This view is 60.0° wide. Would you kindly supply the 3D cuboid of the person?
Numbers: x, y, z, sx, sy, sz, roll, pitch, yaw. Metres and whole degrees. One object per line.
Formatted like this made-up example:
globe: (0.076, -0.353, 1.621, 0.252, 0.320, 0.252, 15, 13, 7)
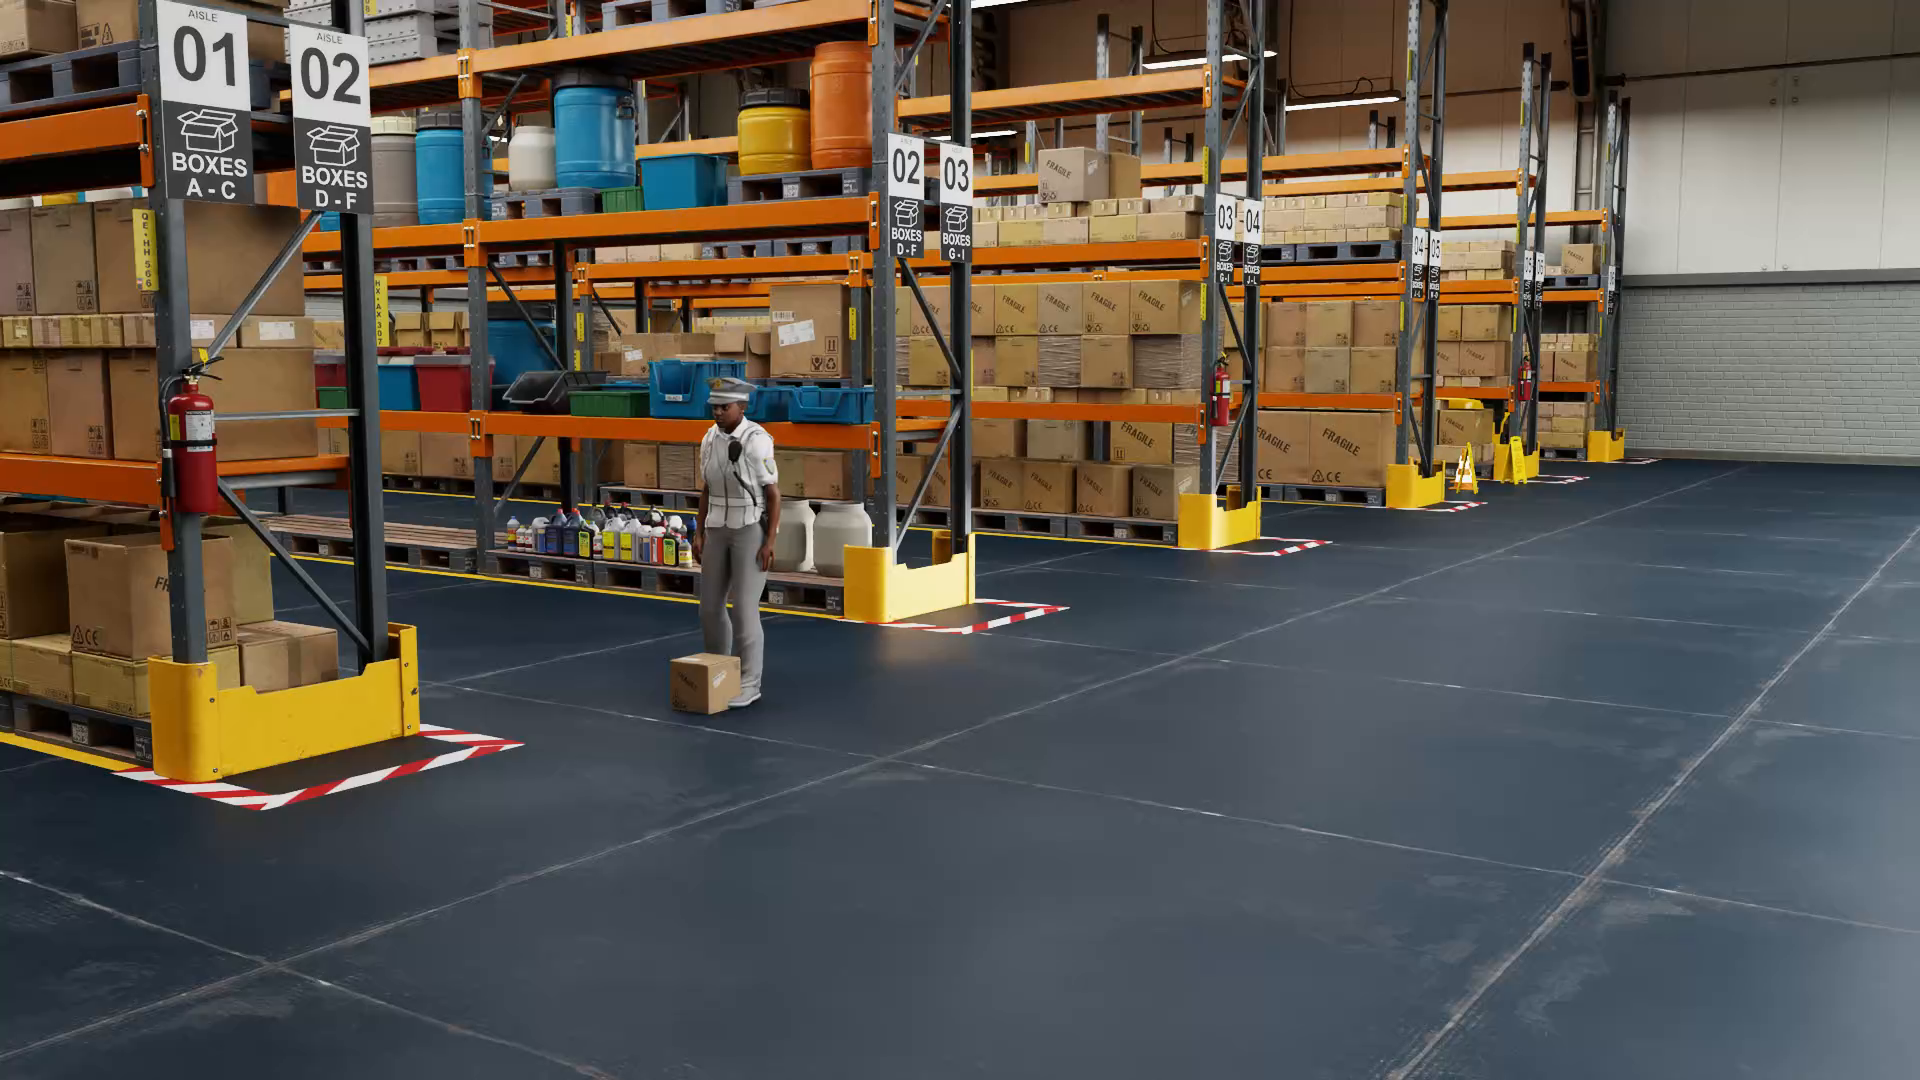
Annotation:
person: (-1.163, 0.000, 8.492, 0.532, 1.663, 0.423, 4, 7, 30)
